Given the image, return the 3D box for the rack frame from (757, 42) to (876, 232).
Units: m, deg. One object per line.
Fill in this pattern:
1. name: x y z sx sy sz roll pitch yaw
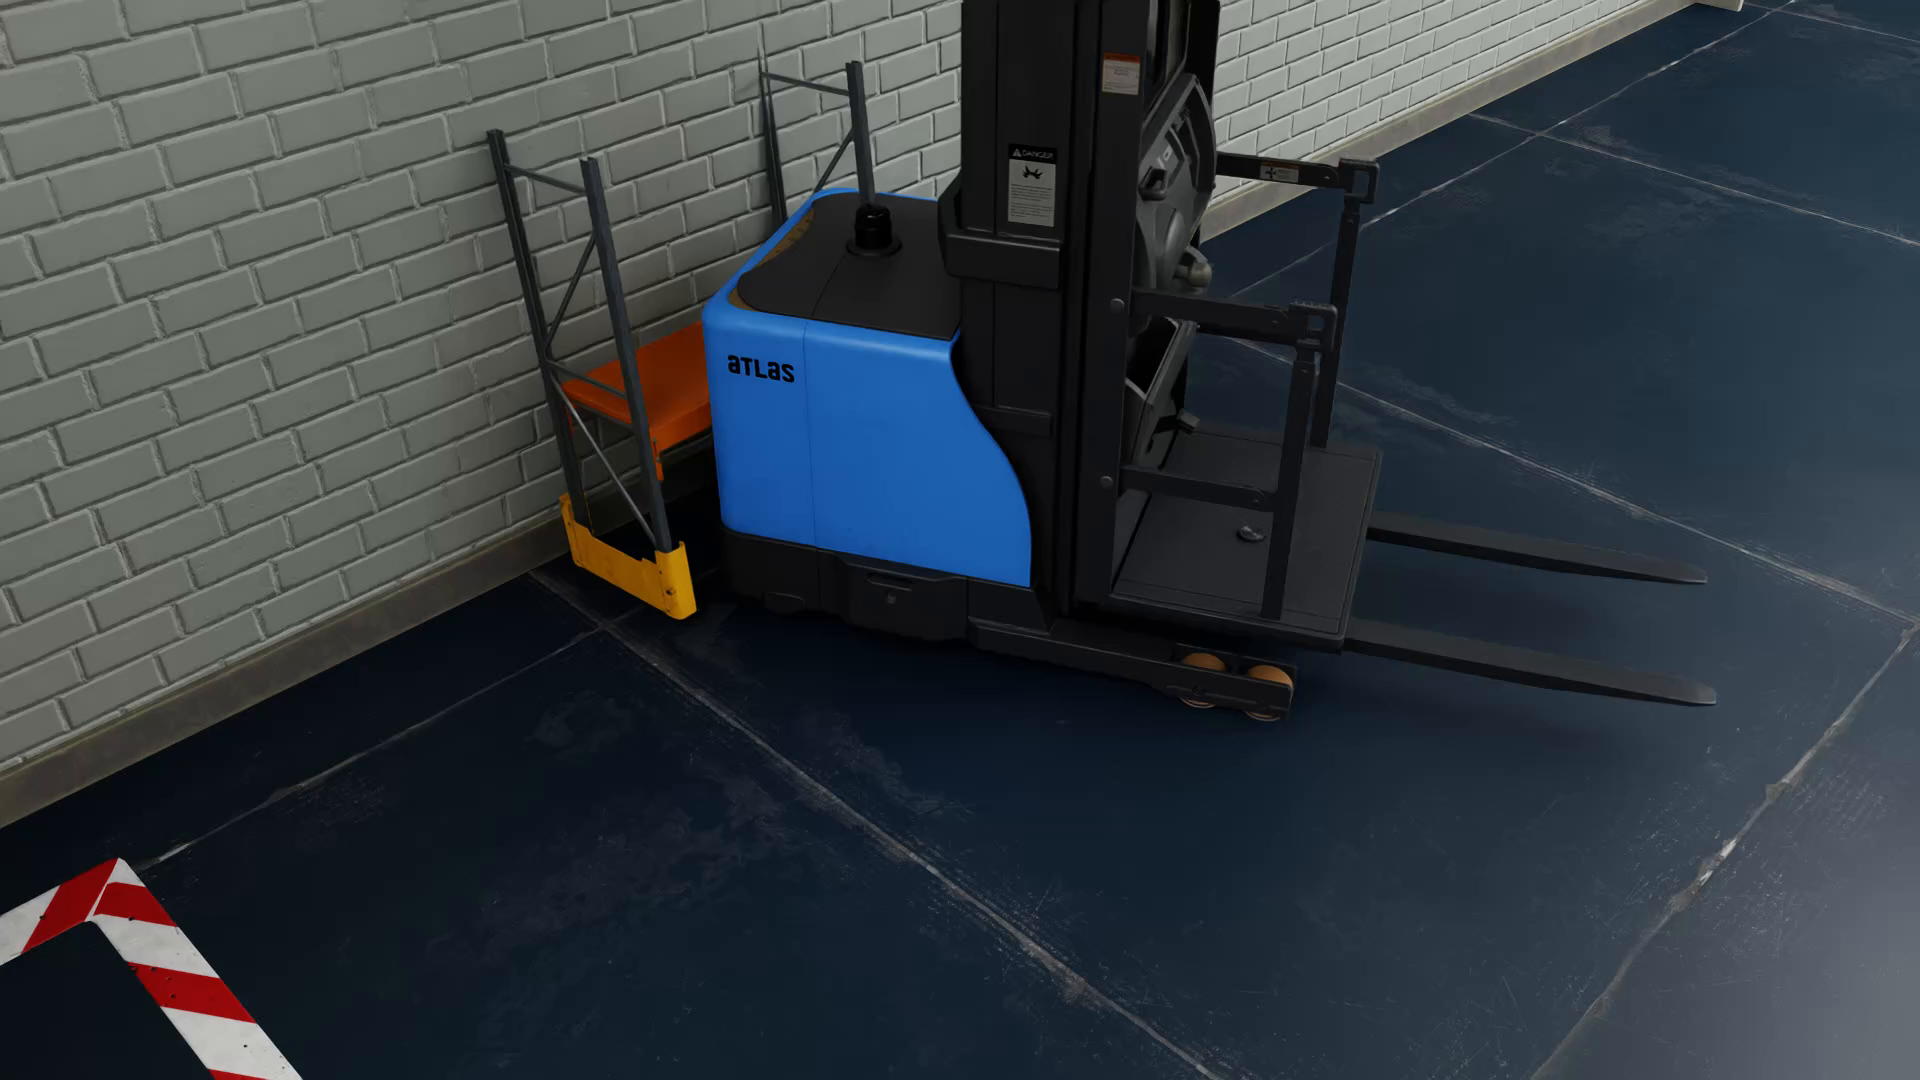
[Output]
1. rack frame: -0.444 -0.924 5.701 0.500 1.500 0.032 23 42 37

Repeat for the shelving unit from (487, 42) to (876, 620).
1. shelving unit: -0.795 -0.700 5.393 0.587 1.500 1.083 23 42 37

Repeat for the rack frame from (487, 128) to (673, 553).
1. rack frame: -1.133 -0.484 5.096 0.500 1.500 0.032 23 42 37

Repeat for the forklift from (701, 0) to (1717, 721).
1. forklift: 0.798 -1.002 4.625 3.031 2.935 1.130 10 36 15

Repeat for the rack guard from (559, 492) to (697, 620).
1. rack guard: -1.088 0.043 5.429 0.587 0.250 0.087 23 42 37

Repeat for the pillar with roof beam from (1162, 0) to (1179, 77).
1. pillar with roof beam: 3.798 -3.021 2.216 9.100 9.000 0.400 30 45 35

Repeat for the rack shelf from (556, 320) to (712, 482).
1. rack shelf: -0.776 -0.552 5.494 0.538 0.185 1.000 23 42 37
